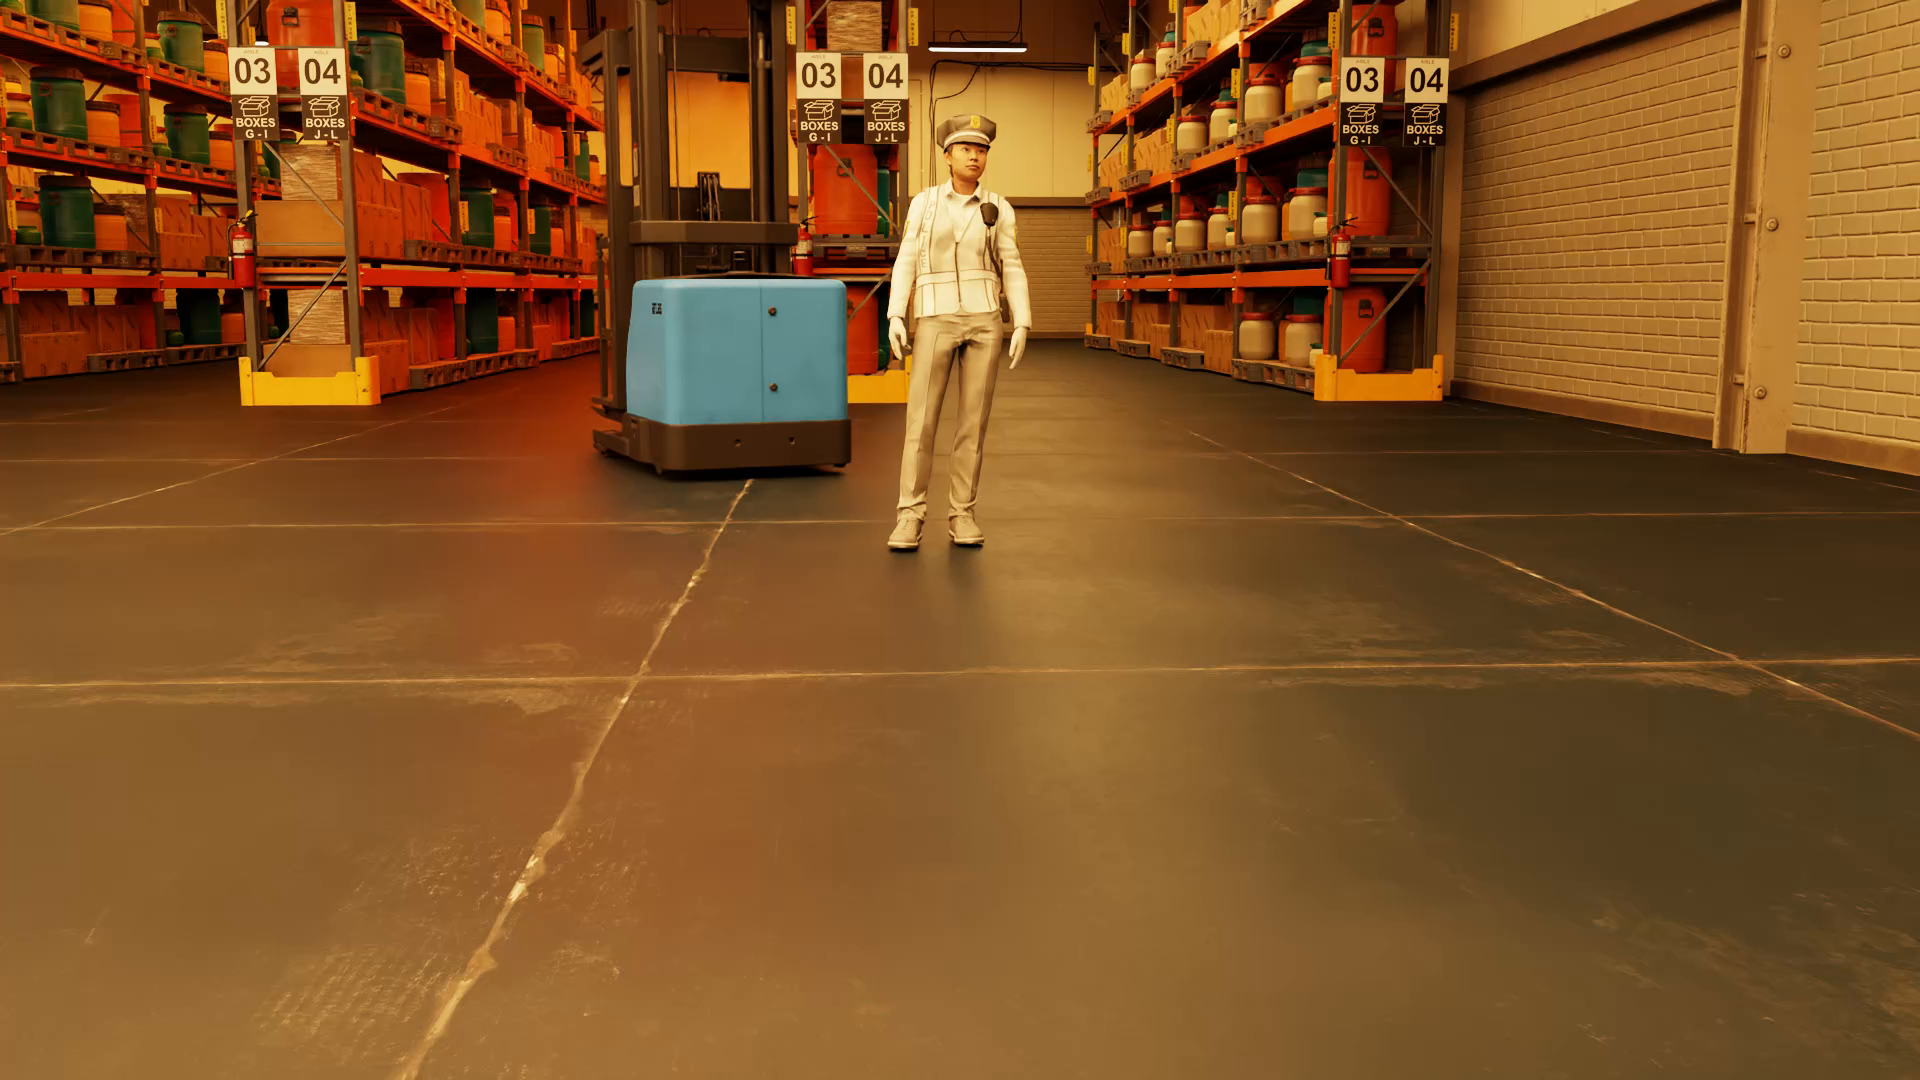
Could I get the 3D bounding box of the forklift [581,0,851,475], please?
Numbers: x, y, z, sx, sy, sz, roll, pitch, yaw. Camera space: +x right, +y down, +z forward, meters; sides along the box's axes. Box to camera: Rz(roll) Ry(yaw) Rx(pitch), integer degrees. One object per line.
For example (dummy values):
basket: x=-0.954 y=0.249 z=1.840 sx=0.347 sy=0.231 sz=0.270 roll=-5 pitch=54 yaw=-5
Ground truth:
forklift: x=-1.652 y=-1.976 z=10.141 sx=1.130 sy=2.935 sz=3.031 roll=-4 pitch=9 yaw=-23

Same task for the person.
person: x=-0.002 y=-0.835 z=6.617 sx=0.588 sy=1.695 sz=0.531 roll=-1 pitch=8 yaw=-4
